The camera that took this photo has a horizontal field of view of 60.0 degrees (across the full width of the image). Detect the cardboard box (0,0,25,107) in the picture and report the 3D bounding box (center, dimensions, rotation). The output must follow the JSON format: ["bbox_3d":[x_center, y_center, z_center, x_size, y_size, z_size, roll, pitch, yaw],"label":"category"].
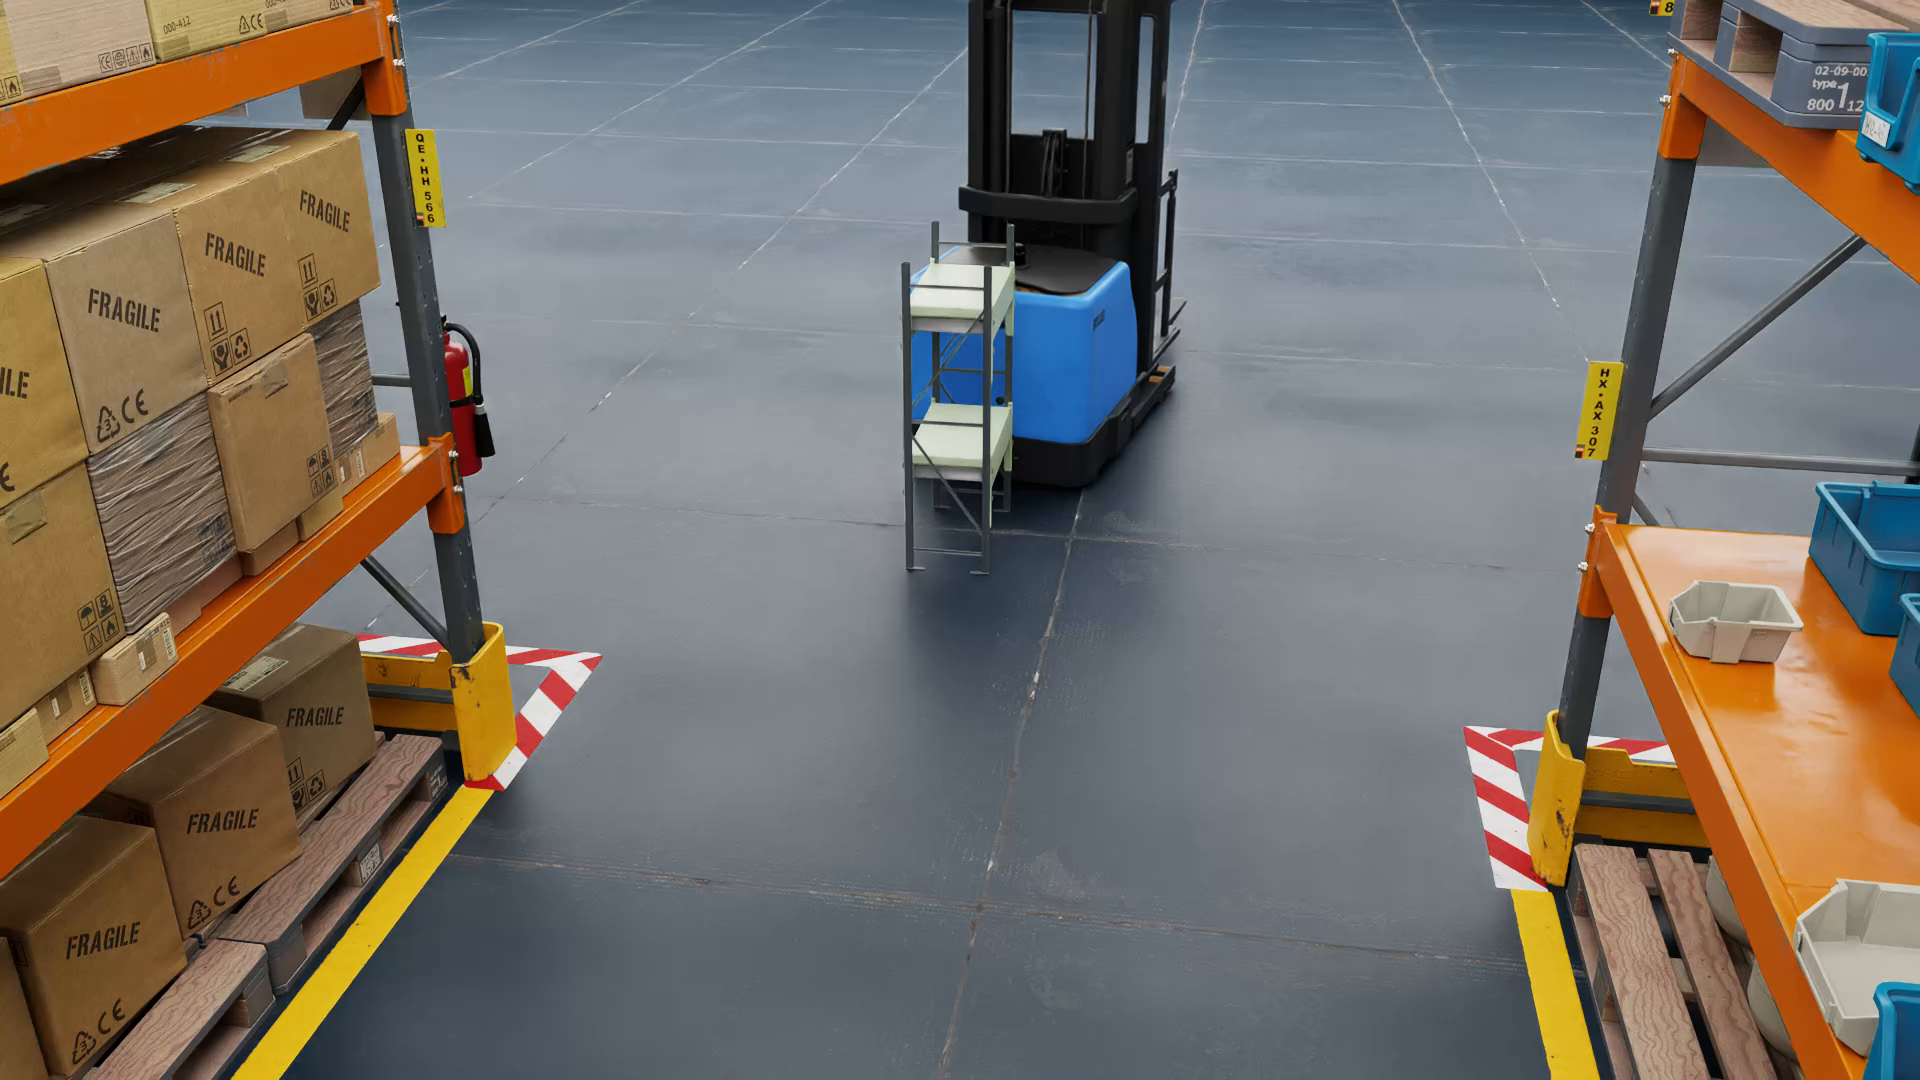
[{"bbox_3d":[-2.402,-1.022,3.534,0.500,0.250,0.500,4,25,8],"label":"cardboard box"}]

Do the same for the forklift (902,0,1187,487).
[{"bbox_3d":[0.678,-2.202,9.498,1.130,2.935,3.031,9,27,18],"label":"forklift"}]

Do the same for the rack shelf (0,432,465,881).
[{"bbox_3d":[-2.653,0.578,4.326,1.077,0.370,4.000,4,25,9],"label":"rack shelf"}]

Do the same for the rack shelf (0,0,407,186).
[{"bbox_3d":[-2.653,-0.781,3.690,1.077,0.370,4.000,4,25,9],"label":"rack shelf"}]

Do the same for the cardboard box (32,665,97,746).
[{"bbox_3d":[-2.420,0.397,4.159,0.380,0.149,0.250,4,25,9],"label":"cardboard box"}]

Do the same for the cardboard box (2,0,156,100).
[{"bbox_3d":[-2.325,-1.233,3.984,0.500,0.250,0.500,5,25,10],"label":"cardboard box"}]

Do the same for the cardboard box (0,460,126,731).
[{"bbox_3d":[-2.624,0.096,4.039,0.875,0.500,0.500,4,25,9],"label":"cardboard box"}]

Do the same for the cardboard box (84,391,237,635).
[{"bbox_3d":[-2.531,-0.113,4.484,0.875,0.500,0.500,4,25,9],"label":"cardboard box"}]

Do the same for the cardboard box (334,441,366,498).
[{"bbox_3d":[-2.210,-0.233,5.505,0.380,0.149,0.250,4,25,9],"label":"cardboard box"}]

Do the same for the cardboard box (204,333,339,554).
[{"bbox_3d":[-2.406,-0.319,4.924,0.875,0.500,0.500,4,25,9],"label":"cardboard box"}]

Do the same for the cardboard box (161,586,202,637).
[{"bbox_3d":[-2.357,0.187,4.609,0.380,0.149,0.250,4,25,9],"label":"cardboard box"}]

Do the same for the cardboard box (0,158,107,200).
[{"bbox_3d":[-2.773,-0.797,4.767,0.500,0.500,0.500,4,25,9],"label":"cardboard box"}]

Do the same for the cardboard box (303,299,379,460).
[{"bbox_3d":[-2.443,-0.536,5.389,0.875,0.500,0.500,4,25,9],"label":"cardboard box"}]

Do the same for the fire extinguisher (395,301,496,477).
[{"bbox_3d":[-1.853,-0.565,6.011,0.296,0.674,0.183,4,25,9],"label":"fire extinguisher"}]

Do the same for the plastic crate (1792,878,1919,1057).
[{"bbox_3d":[1.922,0.855,3.197,0.530,0.136,0.437,4,25,9],"label":"plastic crate"}]

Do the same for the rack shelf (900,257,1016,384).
[{"bbox_3d":[0.001,-1.036,7.773,0.431,0.370,0.720,4,25,9],"label":"rack shelf"}]

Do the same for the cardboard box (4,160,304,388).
[{"bbox_3d":[-2.248,-0.761,4.688,0.500,0.500,0.500,4,25,9],"label":"cardboard box"}]

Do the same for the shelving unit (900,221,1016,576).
[{"bbox_3d":[0.001,-0.682,7.938,0.431,1.500,0.755,4,25,9],"label":"shelving unit"}]

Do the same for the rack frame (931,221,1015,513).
[{"bbox_3d":[0.061,-0.835,8.265,0.400,1.500,0.023,4,25,9],"label":"rack frame"}]

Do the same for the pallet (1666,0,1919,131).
[{"bbox_3d":[2.329,-1.175,3.906,1.003,0.211,1.213,4,25,9],"label":"pallet"}]

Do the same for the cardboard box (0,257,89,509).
[{"bbox_3d":[-2.422,-0.343,3.796,0.500,0.500,0.500,4,25,9],"label":"cardboard box"}]

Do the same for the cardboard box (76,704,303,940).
[{"bbox_3d":[-2.509,0.870,5.306,0.500,0.500,0.500,11,27,22],"label":"cardboard box"}]

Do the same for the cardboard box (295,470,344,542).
[{"bbox_3d":[-2.201,-0.124,5.274,0.380,0.149,0.250,4,25,9],"label":"cardboard box"}]

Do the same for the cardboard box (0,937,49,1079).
[{"bbox_3d":[-2.765,1.361,4.258,0.500,0.500,0.500,2,25,4],"label":"cardboard box"}]

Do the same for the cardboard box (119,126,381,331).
[{"bbox_3d":[-2.172,-0.970,5.136,0.500,0.500,0.500,4,25,9],"label":"cardboard box"}]

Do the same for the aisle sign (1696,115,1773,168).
[{"bbox_3d":[2.283,-1.469,4.784,0.394,0.787,0.004,4,25,9],"label":"aisle sign"}]

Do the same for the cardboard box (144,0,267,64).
[{"bbox_3d":[-2.233,-1.447,4.441,0.500,0.250,0.500,4,25,9],"label":"cardboard box"}]

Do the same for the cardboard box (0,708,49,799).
[{"bbox_3d":[-2.416,0.505,3.929,0.380,0.149,0.250,4,25,9],"label":"cardboard box"}]

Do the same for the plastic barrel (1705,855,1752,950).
[{"bbox_3d":[2.528,0.976,5.066,0.421,0.512,0.421,0,25,0],"label":"plastic barrel"}]

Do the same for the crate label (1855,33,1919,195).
[{"bbox_3d":[1.928,-0.772,2.999,0.502,0.251,0.408,4,25,9],"label":"crate label"}]

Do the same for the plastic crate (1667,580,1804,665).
[{"bbox_3d":[2.097,0.230,4.531,0.298,0.136,0.250,4,25,9],"label":"plastic crate"}]

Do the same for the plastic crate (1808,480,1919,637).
[{"bbox_3d":[2.774,0.056,4.767,0.499,0.251,0.616,4,25,9],"label":"plastic crate"}]

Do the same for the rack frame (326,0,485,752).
[{"bbox_3d":[-2.326,-0.584,5.960,1.000,3.000,0.127,4,25,9],"label":"rack frame"}]

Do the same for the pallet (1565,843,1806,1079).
[{"bbox_3d":[2.456,1.396,5.018,1.003,0.211,1.213,4,25,9],"label":"pallet"}]

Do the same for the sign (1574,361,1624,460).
[{"bbox_3d":[2.018,-0.406,5.254,0.100,0.325,0.005,4,25,9],"label":"sign"}]

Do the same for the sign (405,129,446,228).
[{"bbox_3d":[-1.782,-1.205,5.548,0.100,0.325,0.005,4,25,9],"label":"sign"}]

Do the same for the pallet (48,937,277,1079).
[{"bbox_3d":[-2.708,1.556,4.676,1.003,0.211,1.213,4,25,9],"label":"pallet"}]

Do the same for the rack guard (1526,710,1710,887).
[{"bbox_3d":[2.594,0.926,5.682,1.175,0.500,0.348,4,25,9],"label":"rack guard"}]

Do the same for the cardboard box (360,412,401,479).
[{"bbox_3d":[-2.169,-0.337,5.728,0.380,0.149,0.250,4,25,9],"label":"cardboard box"}]

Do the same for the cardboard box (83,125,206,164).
[{"bbox_3d":[-2.685,-1.006,5.213,0.500,0.500,0.500,4,25,9],"label":"cardboard box"}]

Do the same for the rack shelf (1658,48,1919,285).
[{"bbox_3d":[2.233,-0.437,2.957,1.077,0.370,4.000,4,25,9],"label":"rack shelf"}]

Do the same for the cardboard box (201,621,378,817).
[{"bbox_3d":[-2.445,0.618,5.846,0.500,0.500,0.500,9,27,18],"label":"cardboard box"}]

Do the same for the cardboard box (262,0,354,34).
[{"bbox_3d":[-2.154,-1.656,4.888,0.500,0.250,0.500,5,25,10],"label":"cardboard box"}]

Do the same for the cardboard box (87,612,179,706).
[{"bbox_3d":[-2.310,0.298,4.372,0.380,0.149,0.250,4,25,9],"label":"cardboard box"}]

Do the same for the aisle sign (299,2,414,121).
[{"bbox_3d":[-2.020,-1.767,5.420,0.394,0.787,0.004,4,25,9],"label":"aisle sign"}]

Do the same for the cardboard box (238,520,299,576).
[{"bbox_3d":[-2.257,-0.021,5.053,0.380,0.149,0.250,4,25,9],"label":"cardboard box"}]

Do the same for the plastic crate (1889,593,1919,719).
[{"bbox_3d":[2.662,0.327,4.188,0.499,0.251,0.408,4,25,9],"label":"plastic crate"}]

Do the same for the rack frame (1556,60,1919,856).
[{"bbox_3d":[2.560,-0.241,5.227,1.000,3.000,0.127,4,25,9],"label":"rack frame"}]

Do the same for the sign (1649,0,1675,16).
[{"bbox_3d":[2.018,-1.644,4.675,0.100,0.325,0.005,4,25,9],"label":"sign"}]

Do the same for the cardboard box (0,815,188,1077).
[{"bbox_3d":[-2.630,1.130,4.750,0.500,0.500,0.500,6,26,13],"label":"cardboard box"}]

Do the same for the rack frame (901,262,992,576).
[{"bbox_3d":[-0.059,-0.529,7.611,0.400,1.500,0.023,4,25,9],"label":"rack frame"}]

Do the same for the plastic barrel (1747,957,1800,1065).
[{"bbox_3d":[2.446,1.186,4.618,0.421,0.512,0.421,0,25,0],"label":"plastic barrel"}]

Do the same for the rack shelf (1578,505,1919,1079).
[{"bbox_3d":[2.233,0.921,3.592,1.077,0.370,4.000,4,25,9],"label":"rack shelf"}]

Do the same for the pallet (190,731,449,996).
[{"bbox_3d":[-2.506,1.048,5.763,1.003,0.211,1.213,4,25,9],"label":"pallet"}]

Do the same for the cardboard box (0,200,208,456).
[{"bbox_3d":[-2.332,-0.552,4.242,0.500,0.500,0.500,4,25,9],"label":"cardboard box"}]

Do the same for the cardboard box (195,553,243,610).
[{"bbox_3d":[-2.338,0.081,4.836,0.380,0.149,0.250,4,25,9],"label":"cardboard box"}]

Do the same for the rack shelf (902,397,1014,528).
[{"bbox_3d":[0.001,-0.387,8.076,0.431,0.370,0.720,4,25,9],"label":"rack shelf"}]

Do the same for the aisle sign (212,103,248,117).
[{"bbox_3d":[-2.612,-1.808,5.509,0.394,0.787,0.004,4,25,9],"label":"aisle sign"}]

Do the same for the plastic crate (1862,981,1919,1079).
[{"bbox_3d":[1.820,1.017,2.714,0.499,0.251,0.616,4,25,9],"label":"plastic crate"}]

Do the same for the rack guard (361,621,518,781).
[{"bbox_3d":[-2.338,0.580,6.422,1.175,0.500,0.348,4,25,9],"label":"rack guard"}]
